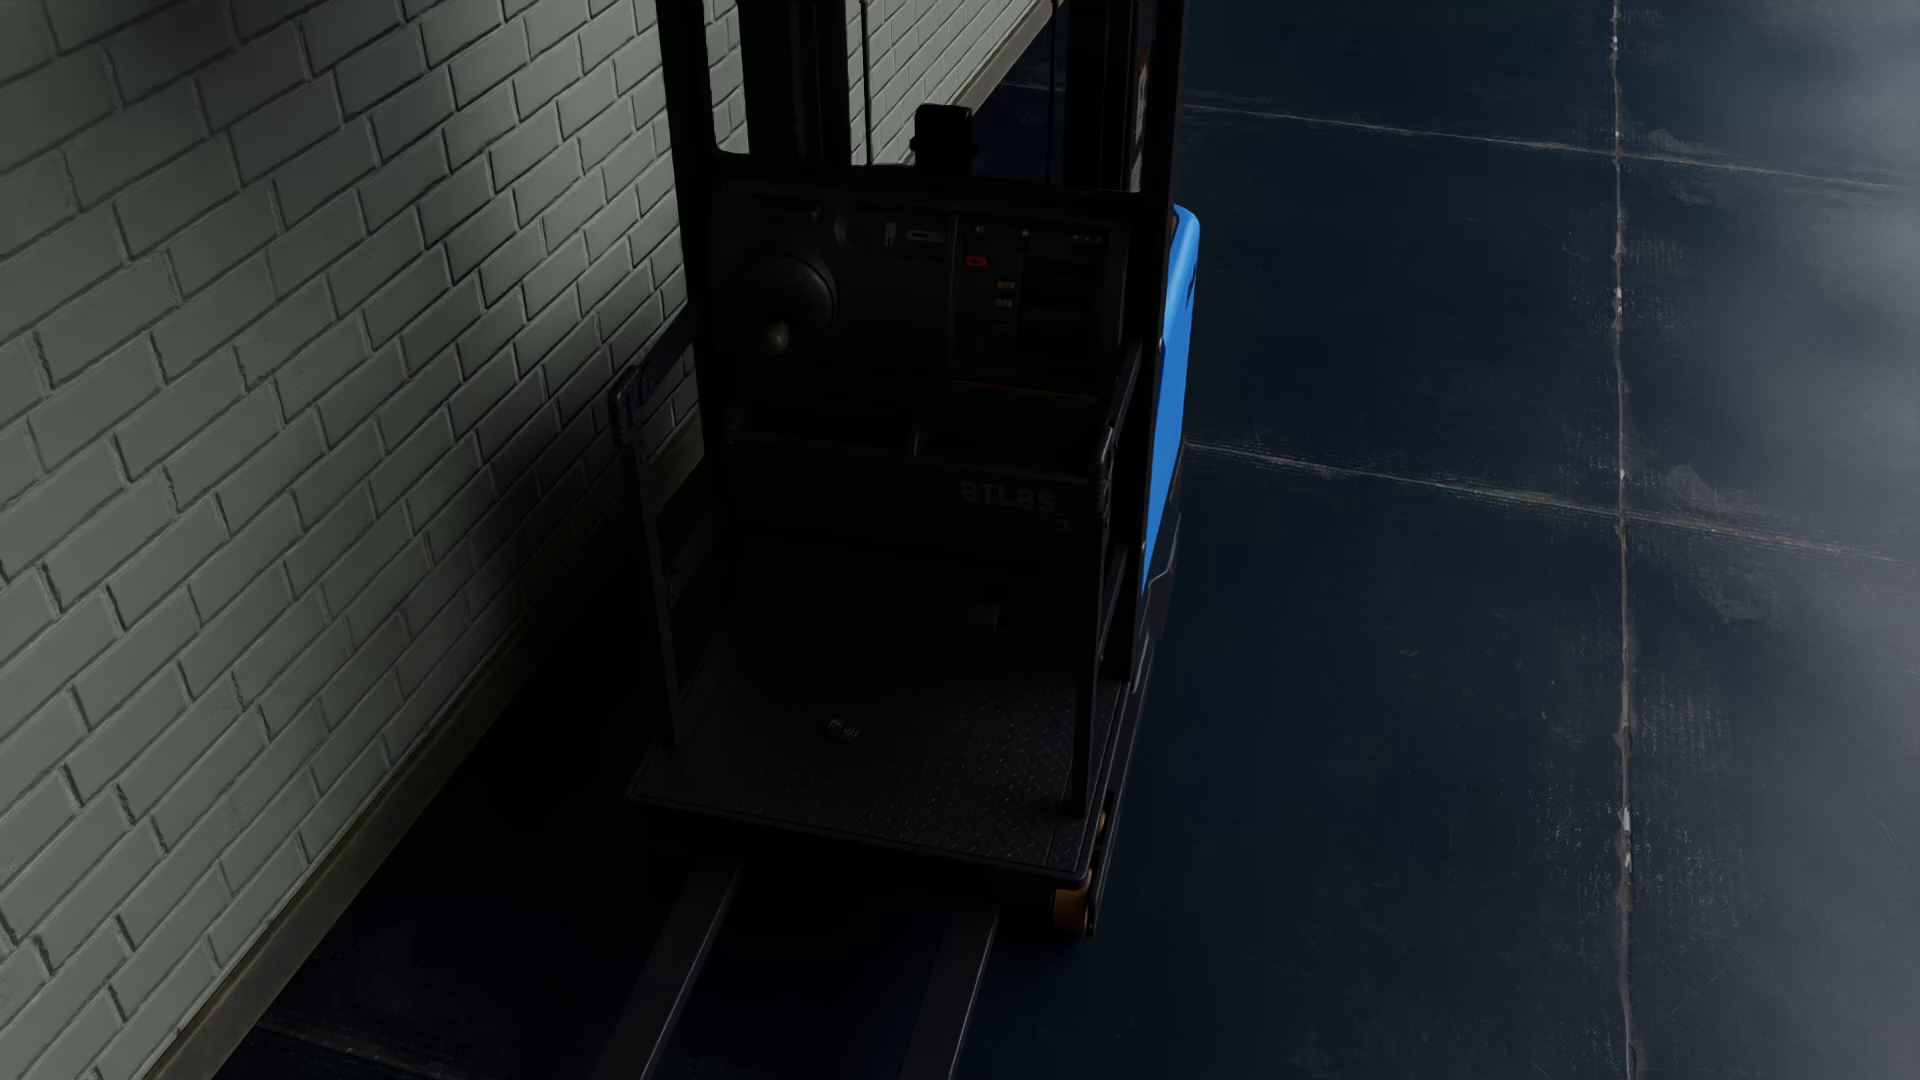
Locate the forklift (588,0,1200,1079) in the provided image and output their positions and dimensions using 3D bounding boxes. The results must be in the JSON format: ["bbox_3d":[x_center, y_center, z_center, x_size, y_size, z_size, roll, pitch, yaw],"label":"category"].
[{"bbox_3d":[-0.146,-0.496,3.451,1.130,2.935,3.031,8,37,11],"label":"forklift"}]

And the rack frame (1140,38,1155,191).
[{"bbox_3d":[0.577,-0.928,5.245,0.032,1.500,0.500,7,37,9],"label":"rack frame"}]

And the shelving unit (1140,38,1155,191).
[{"bbox_3d":[0.078,-0.986,5.324,1.048,1.500,0.538,7,37,9],"label":"shelving unit"}]
